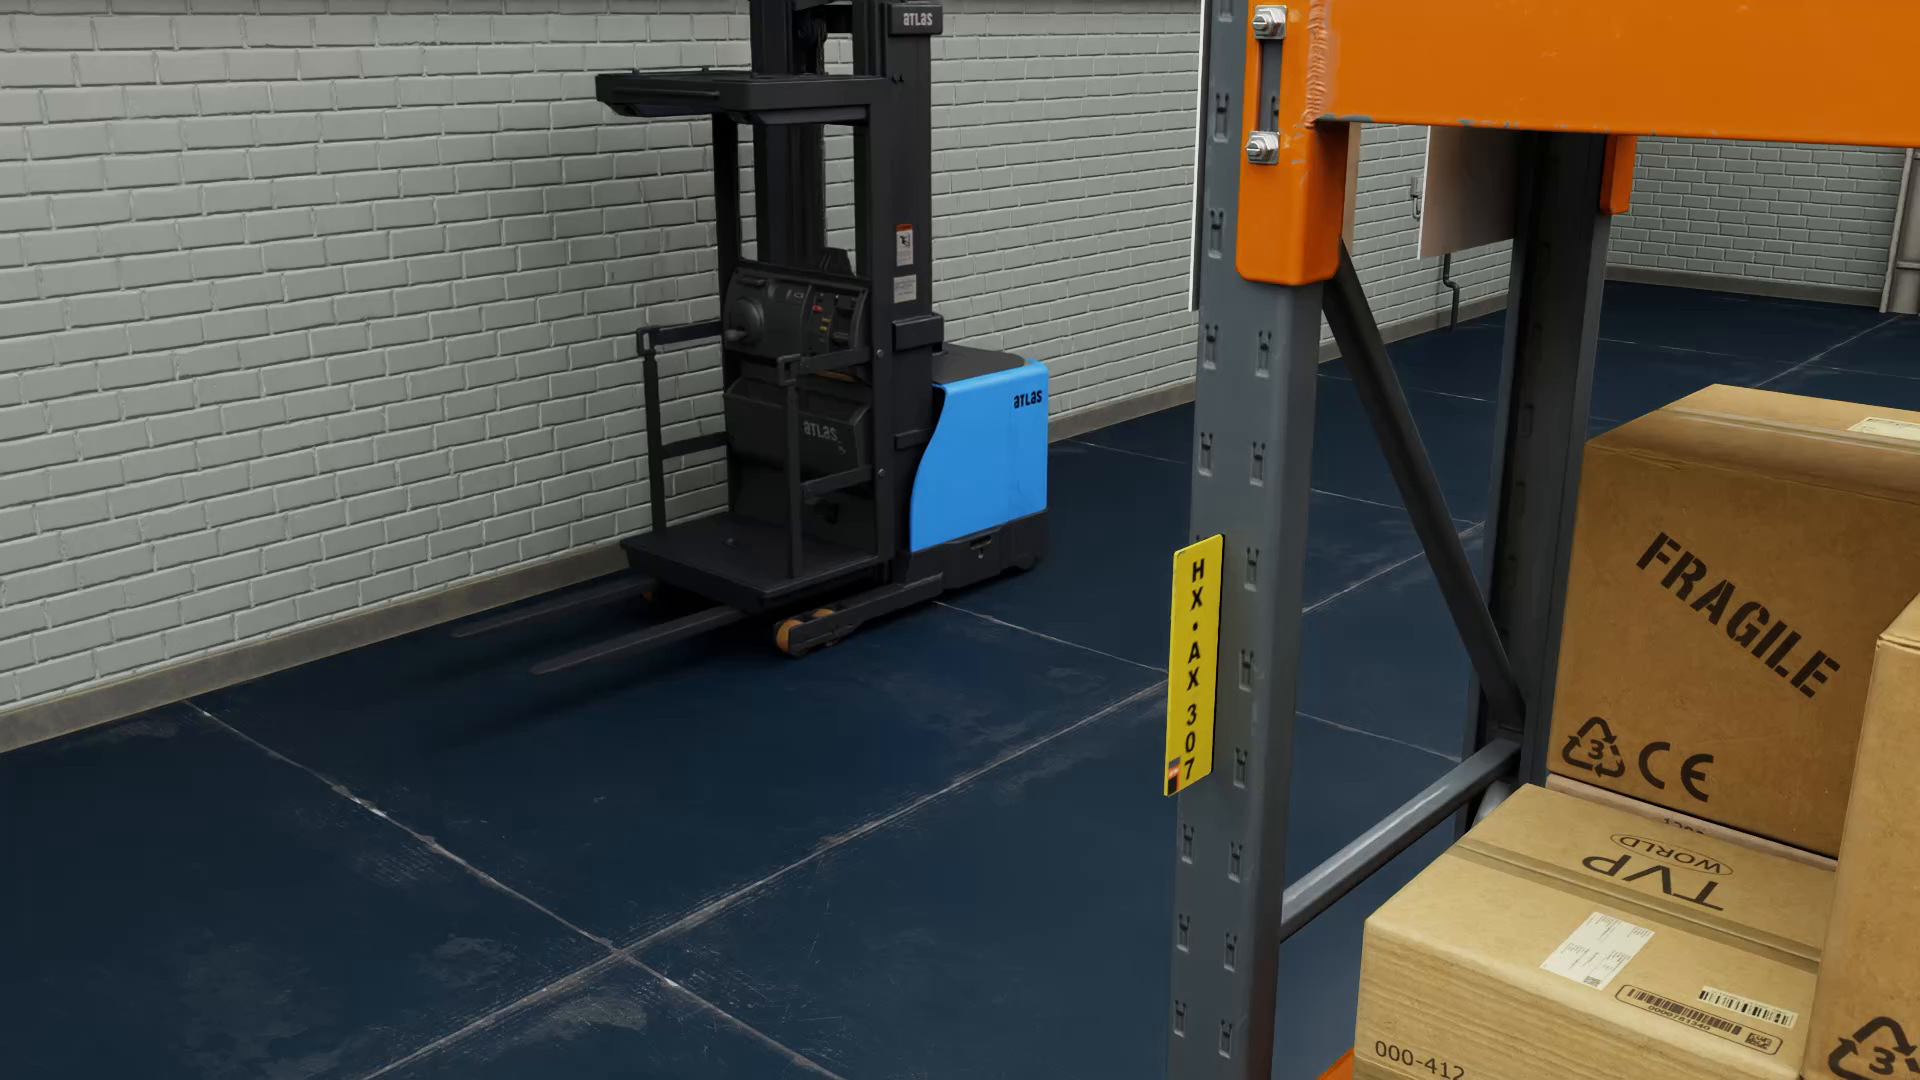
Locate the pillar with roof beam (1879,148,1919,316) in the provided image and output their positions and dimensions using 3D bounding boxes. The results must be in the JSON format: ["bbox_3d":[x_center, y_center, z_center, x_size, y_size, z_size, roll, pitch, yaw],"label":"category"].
[{"bbox_3d":[6.260,-5.511,11.602,0.400,9.000,9.100,15,23,39],"label":"pillar with roof beam"}]

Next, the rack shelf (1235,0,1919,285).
[{"bbox_3d":[2.162,-0.200,1.014,4.000,0.370,1.077,15,23,39],"label":"rack shelf"}]

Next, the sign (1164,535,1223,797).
[{"bbox_3d":[0.293,0.159,2.089,0.005,0.325,0.100,15,23,39],"label":"sign"}]

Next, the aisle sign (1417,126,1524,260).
[{"bbox_3d":[0.811,-0.836,2.490,0.004,0.787,0.394,15,23,39],"label":"aisle sign"}]

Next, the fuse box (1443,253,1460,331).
[{"bbox_3d":[4.514,-2.716,14.840,0.414,1.711,0.539,15,23,39],"label":"fuse box"}]

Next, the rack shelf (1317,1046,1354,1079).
[{"bbox_3d":[2.162,1.230,1.467,4.000,0.370,1.077,15,23,39],"label":"rack shelf"}]

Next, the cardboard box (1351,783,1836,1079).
[{"bbox_3d":[0.846,0.572,2.106,0.500,0.250,0.500,14,23,38],"label":"cardboard box"}]

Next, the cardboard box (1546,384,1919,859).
[{"bbox_3d":[1.205,0.096,2.367,0.500,0.500,0.500,15,23,40],"label":"cardboard box"}]

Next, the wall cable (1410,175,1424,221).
[{"bbox_3d":[3.944,-3.691,14.104,0.122,1.984,0.588,15,23,39],"label":"wall cable"}]

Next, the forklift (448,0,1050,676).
[{"bbox_3d":[-0.911,-1.047,7.565,1.130,2.935,3.031,16,24,41],"label":"forklift"}]

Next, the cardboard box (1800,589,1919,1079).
[{"bbox_3d":[1.220,0.315,1.676,0.500,0.500,0.500,14,23,38],"label":"cardboard box"}]

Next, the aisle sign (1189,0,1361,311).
[{"bbox_3d":[0.413,-0.700,2.062,0.004,0.787,0.394,15,23,39],"label":"aisle sign"}]

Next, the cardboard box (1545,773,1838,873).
[{"bbox_3d":[1.204,0.452,2.484,0.500,0.250,0.500,15,23,38],"label":"cardboard box"}]
